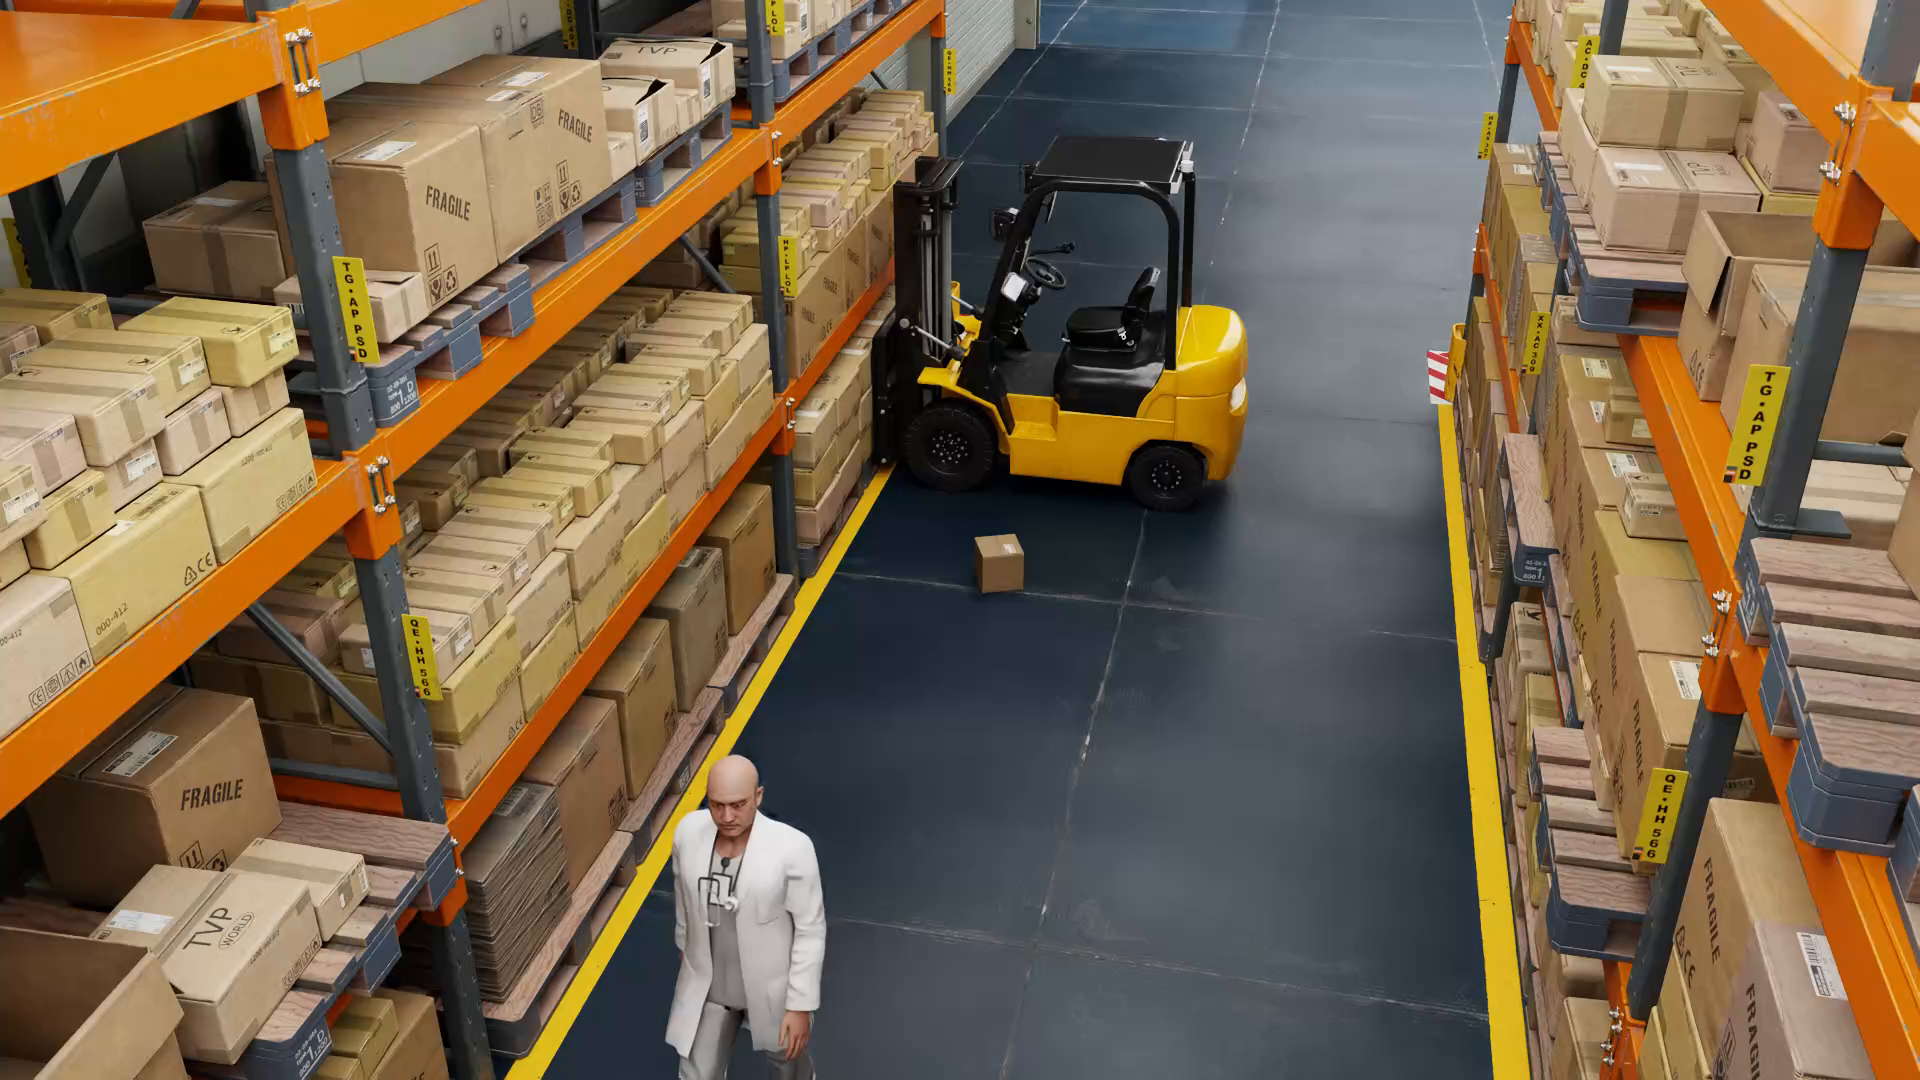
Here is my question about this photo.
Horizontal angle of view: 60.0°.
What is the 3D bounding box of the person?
[{"bbox_3d":[-0.770,1.573,5.721,0.624,1.768,0.923,6,29,11],"label":"person"}]
